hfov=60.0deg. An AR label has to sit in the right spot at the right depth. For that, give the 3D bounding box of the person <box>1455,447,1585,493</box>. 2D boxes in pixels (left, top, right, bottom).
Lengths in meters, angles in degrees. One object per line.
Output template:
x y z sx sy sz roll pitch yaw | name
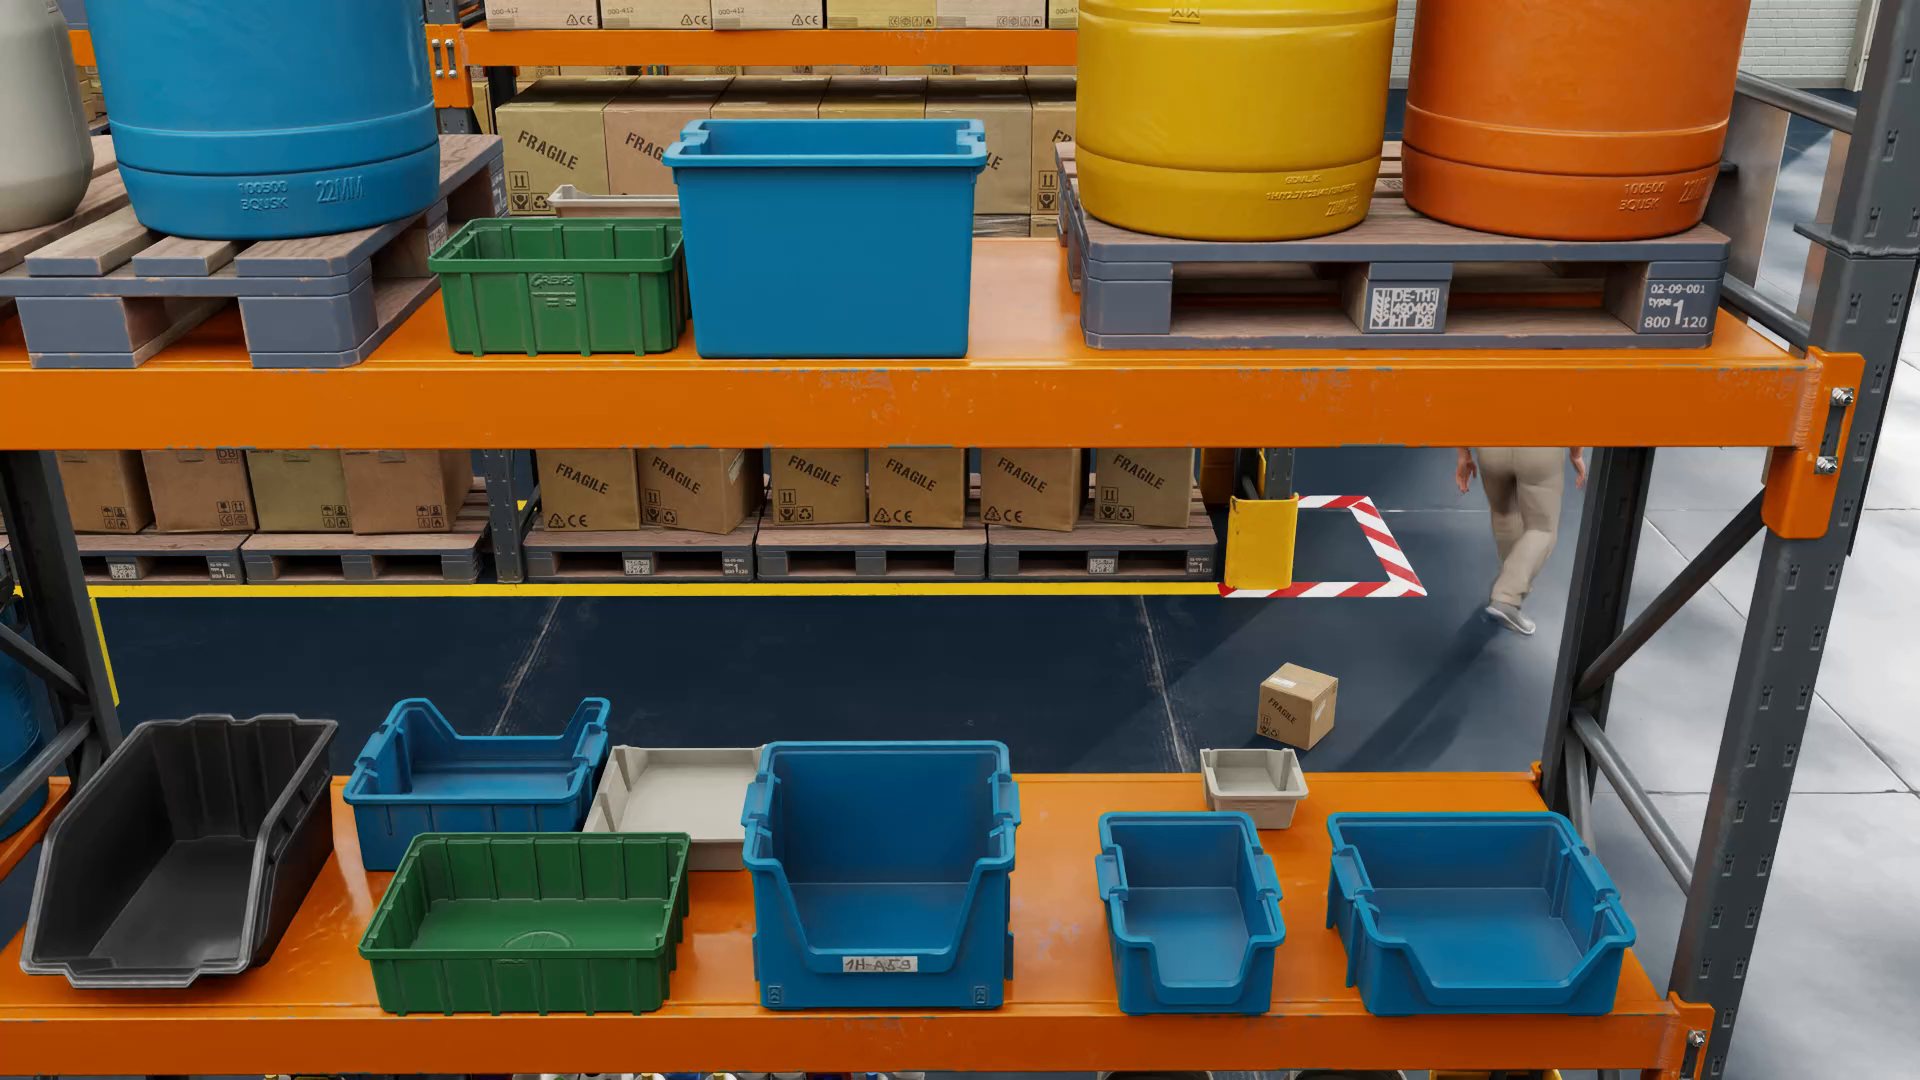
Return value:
2.741 -0.718 7.996 0.632 1.058 0.314 13 27 27 | person
